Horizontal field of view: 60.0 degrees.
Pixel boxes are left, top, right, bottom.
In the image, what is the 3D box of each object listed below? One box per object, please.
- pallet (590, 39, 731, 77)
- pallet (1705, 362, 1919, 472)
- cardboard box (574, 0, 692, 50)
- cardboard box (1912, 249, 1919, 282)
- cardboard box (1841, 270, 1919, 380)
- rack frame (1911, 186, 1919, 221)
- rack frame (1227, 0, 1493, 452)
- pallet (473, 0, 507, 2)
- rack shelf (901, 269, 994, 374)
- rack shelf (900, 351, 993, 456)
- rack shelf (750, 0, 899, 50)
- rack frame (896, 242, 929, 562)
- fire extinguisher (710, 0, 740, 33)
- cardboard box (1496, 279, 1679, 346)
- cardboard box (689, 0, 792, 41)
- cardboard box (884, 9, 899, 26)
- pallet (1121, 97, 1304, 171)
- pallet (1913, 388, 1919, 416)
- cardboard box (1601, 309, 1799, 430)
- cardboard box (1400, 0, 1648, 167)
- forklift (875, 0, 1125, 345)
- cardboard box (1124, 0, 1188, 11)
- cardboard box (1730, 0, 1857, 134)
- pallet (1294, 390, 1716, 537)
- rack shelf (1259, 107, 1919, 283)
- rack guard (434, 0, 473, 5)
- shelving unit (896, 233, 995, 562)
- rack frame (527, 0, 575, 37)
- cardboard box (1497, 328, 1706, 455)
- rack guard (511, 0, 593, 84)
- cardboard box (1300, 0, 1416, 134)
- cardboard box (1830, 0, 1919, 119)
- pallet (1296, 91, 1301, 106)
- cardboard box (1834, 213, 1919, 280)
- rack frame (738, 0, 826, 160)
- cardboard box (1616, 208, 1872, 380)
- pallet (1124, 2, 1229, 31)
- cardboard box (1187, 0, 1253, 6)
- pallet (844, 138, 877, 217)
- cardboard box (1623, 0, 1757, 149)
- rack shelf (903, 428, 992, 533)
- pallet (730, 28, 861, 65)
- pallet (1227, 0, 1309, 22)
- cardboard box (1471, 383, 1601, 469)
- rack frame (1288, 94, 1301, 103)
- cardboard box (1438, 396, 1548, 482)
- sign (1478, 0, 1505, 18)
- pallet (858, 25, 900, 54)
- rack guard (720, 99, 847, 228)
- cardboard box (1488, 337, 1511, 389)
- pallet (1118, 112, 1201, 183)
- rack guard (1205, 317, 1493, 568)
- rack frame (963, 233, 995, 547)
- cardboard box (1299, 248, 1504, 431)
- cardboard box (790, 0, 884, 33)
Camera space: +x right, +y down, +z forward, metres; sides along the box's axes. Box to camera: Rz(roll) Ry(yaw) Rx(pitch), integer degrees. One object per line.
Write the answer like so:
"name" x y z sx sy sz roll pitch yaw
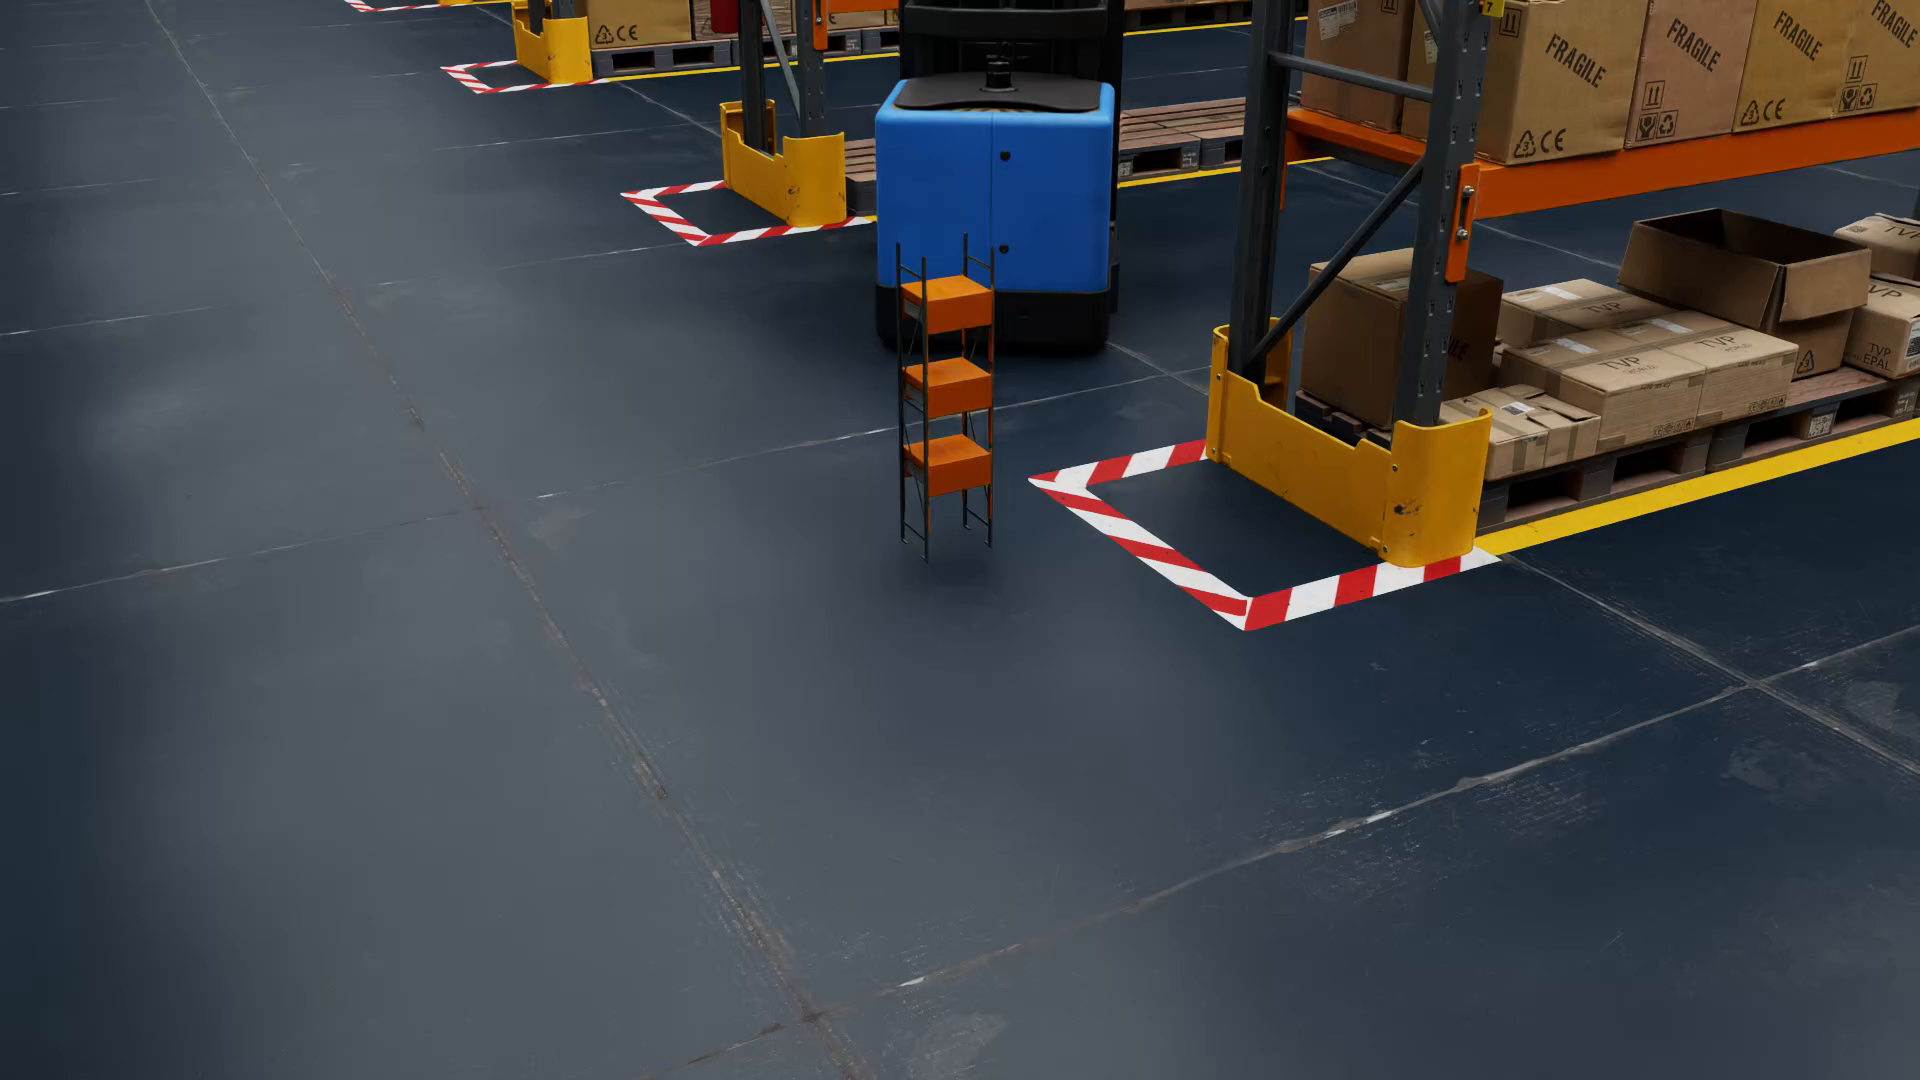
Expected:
"pallet" -2.704 -4.210 14.275 1.213 0.211 1.003 -13 29 -25
"pallet" 3.131 -0.658 6.877 1.213 0.211 1.003 -13 29 -25
"cardboard box" -2.845 -4.667 13.974 0.875 0.875 0.875 -13 29 -25
"cardboard box" 4.446 -1.152 7.064 0.500 0.500 0.500 -13 29 -25
"cardboard box" 3.784 -0.914 6.787 0.500 0.311 0.500 -13 29 -25
"rack frame" 4.815 -2.305 7.085 0.127 3.000 1.000 -13 29 -25
"rack frame" 1.286 -1.490 5.389 0.127 3.000 1.000 -13 29 -25
"pallet" -4.817 -6.100 18.211 1.213 0.211 1.003 -13 29 -25
"rack shelf" -0.047 -0.709 5.382 0.240 0.259 0.215 -13 29 -25
"rack shelf" -0.047 -0.453 5.505 0.240 0.259 0.215 -13 29 -25
"rack shelf" 0.723 -3.466 10.334 4.000 0.370 1.077 -13 29 -25
"rack frame" -0.155 -0.438 5.448 0.008 1.050 0.200 -13 29 -25
"fire extinguisher" -1.389 -3.323 9.725 0.183 0.674 0.296 -13 29 -25
"cardboard box" 2.502 -0.836 6.694 0.500 0.250 0.500 -13 29 -25
"cardboard box" -2.042 -4.852 14.360 0.875 0.875 0.875 -13 29 -25
"cardboard box" -0.463 -5.217 15.120 0.875 0.875 0.875 -13 29 -25
"pallet" 1.857 -2.776 11.288 1.213 0.211 1.003 -13 29 -25
"pallet" 4.209 -0.908 7.399 1.213 0.211 1.003 -13 29 -25
"cardboard box" 2.781 -0.655 6.318 0.500 0.250 0.500 -13 29 -25
"cardboard box" 1.801 -1.525 5.346 0.500 0.500 0.500 -12 28 -24
"forklift" 0.272 -2.791 8.176 1.130 2.935 3.031 2 26 5
"cardboard box" 1.500 -5.641 16.003 0.875 0.875 1.225 -14 29 -27
"cardboard box" 2.698 -1.733 5.779 0.500 0.500 0.500 -13 29 -25
"pallet" 2.056 -0.411 6.363 1.213 0.211 1.003 -13 29 -25
"rack shelf" 3.051 -1.573 6.393 4.000 0.370 1.077 -13 29 -25
"rack guard" -5.550 -6.078 17.832 0.348 0.500 1.175 -13 29 -25
"shelving unit" -0.047 -0.462 5.500 0.252 1.050 0.215 -13 29 -25
"rack frame" -3.372 -5.275 13.270 0.127 3.000 1.000 -13 29 -25
"cardboard box" 2.340 -0.553 6.106 0.500 0.250 0.500 -13 29 -25
"rack guard" -3.394 -4.143 13.801 0.348 0.500 1.175 -13 29 -25
"cardboard box" 1.553 -1.731 5.774 0.500 0.500 0.500 -12 28 -24
"cardboard box" 3.140 -1.835 5.990 0.500 0.500 0.500 -13 28 -24
"pallet" 3.188 -3.082 11.925 1.213 0.211 1.003 -13 29 -25
"cardboard box" 4.343 -1.288 7.566 0.500 0.311 0.500 -13 29 -25
"rack frame" -1.042 -3.383 9.330 0.127 3.000 1.000 -13 29 -25
"cardboard box" 3.160 -0.993 6.730 0.637 0.503 0.797 -13 29 -25
"pallet" 1.880 -5.268 16.479 1.213 0.211 1.003 -13 29 -25
"cardboard box" 2.278 -5.824 16.385 0.875 0.875 1.225 -13 29 -25
"pallet" -0.296 -2.279 10.253 1.213 0.211 1.003 -13 29 -25
"cardboard box" 2.254 -1.632 5.569 0.500 0.500 0.500 -13 29 -26
"rack shelf" -0.047 -0.202 5.625 0.240 0.259 0.215 -13 29 -25
"pallet" -1.629 -4.457 14.789 1.213 0.211 1.003 -13 29 -25
"pallet" 2.955 -5.515 16.993 1.213 0.211 1.003 -13 29 -25
"cardboard box" 2.038 -0.416 5.917 0.250 0.166 0.380 -13 29 -25
"rack frame" 2.488 -4.198 11.027 0.127 3.000 1.000 -13 29 -25
"cardboard box" 1.817 -0.358 5.815 0.250 0.149 0.380 -13 29 -25
"sign" 1.541 -1.674 4.770 0.005 0.325 0.100 -13 29 -25
"pallet" -0.551 -4.707 15.310 1.213 0.211 1.003 -13 29 -25
"rack guard" -1.057 -2.246 9.851 0.348 0.500 1.175 -13 29 -25
"cardboard box" 2.049 -0.664 6.434 0.250 0.166 0.380 -13 29 -25
"pallet" 0.779 -2.526 10.767 1.213 0.211 1.003 -13 29 -25
"rack guard" 1.353 -0.379 5.962 0.348 0.500 1.175 -13 29 -25
"rack frame" 0.060 -0.487 5.552 0.008 1.050 0.200 -13 29 -25
"cardboard box" 1.650 -0.767 6.261 0.500 0.500 0.500 -13 29 -25
"cardboard box" -1.257 -5.034 14.738 0.875 0.875 0.875 -13 29 -25
